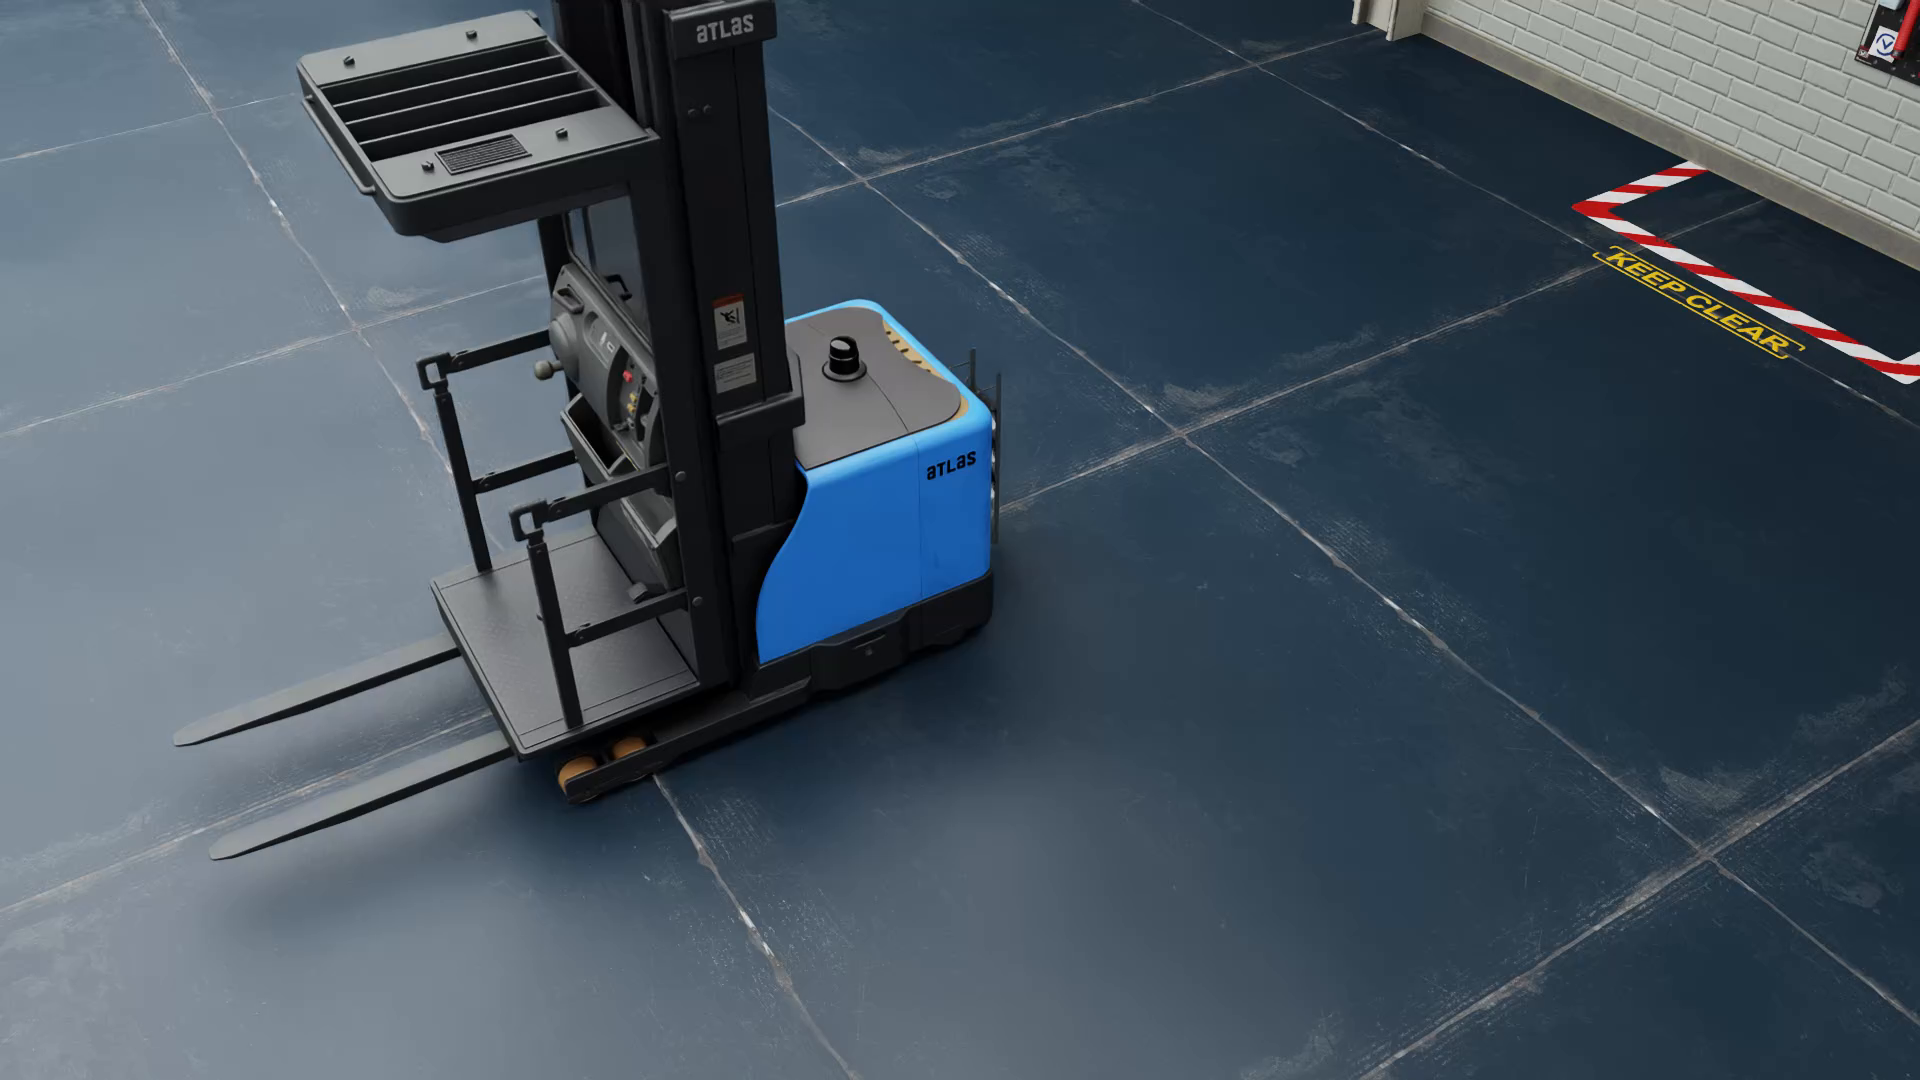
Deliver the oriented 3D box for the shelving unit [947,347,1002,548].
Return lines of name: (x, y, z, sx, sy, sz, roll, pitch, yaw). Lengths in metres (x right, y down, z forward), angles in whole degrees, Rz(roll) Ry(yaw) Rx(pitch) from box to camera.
shelving unit: (0.011, -0.344, 6.960, 0.258, 0.900, 0.210, -21, 44, -23)

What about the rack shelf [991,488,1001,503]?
rack shelf: (0.011, -0.180, 7.097, 0.258, 0.077, 0.200, -21, 44, -23)

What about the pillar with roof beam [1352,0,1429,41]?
pillar with roof beam: (-0.671, -5.531, 6.858, 9.100, 9.000, 0.400, -22, 45, -24)

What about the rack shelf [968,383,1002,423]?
rack shelf: (0.011, -0.526, 6.809, 0.258, 0.077, 0.200, -21, 44, -23)

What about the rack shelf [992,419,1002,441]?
rack shelf: (0.011, -0.457, 6.866, 0.258, 0.077, 0.200, -21, 44, -23)

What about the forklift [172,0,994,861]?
forklift: (-1.395, -0.555, 5.627, 3.031, 2.935, 1.130, -21, 44, -23)

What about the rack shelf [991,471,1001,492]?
rack shelf: (0.011, -0.249, 7.039, 0.258, 0.077, 0.200, -21, 44, -23)

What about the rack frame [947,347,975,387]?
rack frame: (-0.042, -0.400, 7.027, 0.240, 0.900, 0.006, -21, 44, -23)

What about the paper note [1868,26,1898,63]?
paper note: (4.851, -2.598, 8.713, 0.016, 0.148, 0.142, -22, 45, -24)

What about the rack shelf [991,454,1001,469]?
rack shelf: (0.011, -0.319, 6.981, 0.258, 0.077, 0.200, -21, 44, -23)

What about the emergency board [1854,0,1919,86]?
emergency board: (4.888, -2.817, 8.287, 0.194, 1.169, 0.643, -22, 45, -24)

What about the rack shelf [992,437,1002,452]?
rack shelf: (0.011, -0.388, 6.924, 0.258, 0.077, 0.200, -21, 44, -23)

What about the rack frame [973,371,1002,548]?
rack frame: (0.063, -0.288, 6.893, 0.240, 0.900, 0.006, -21, 44, -23)
